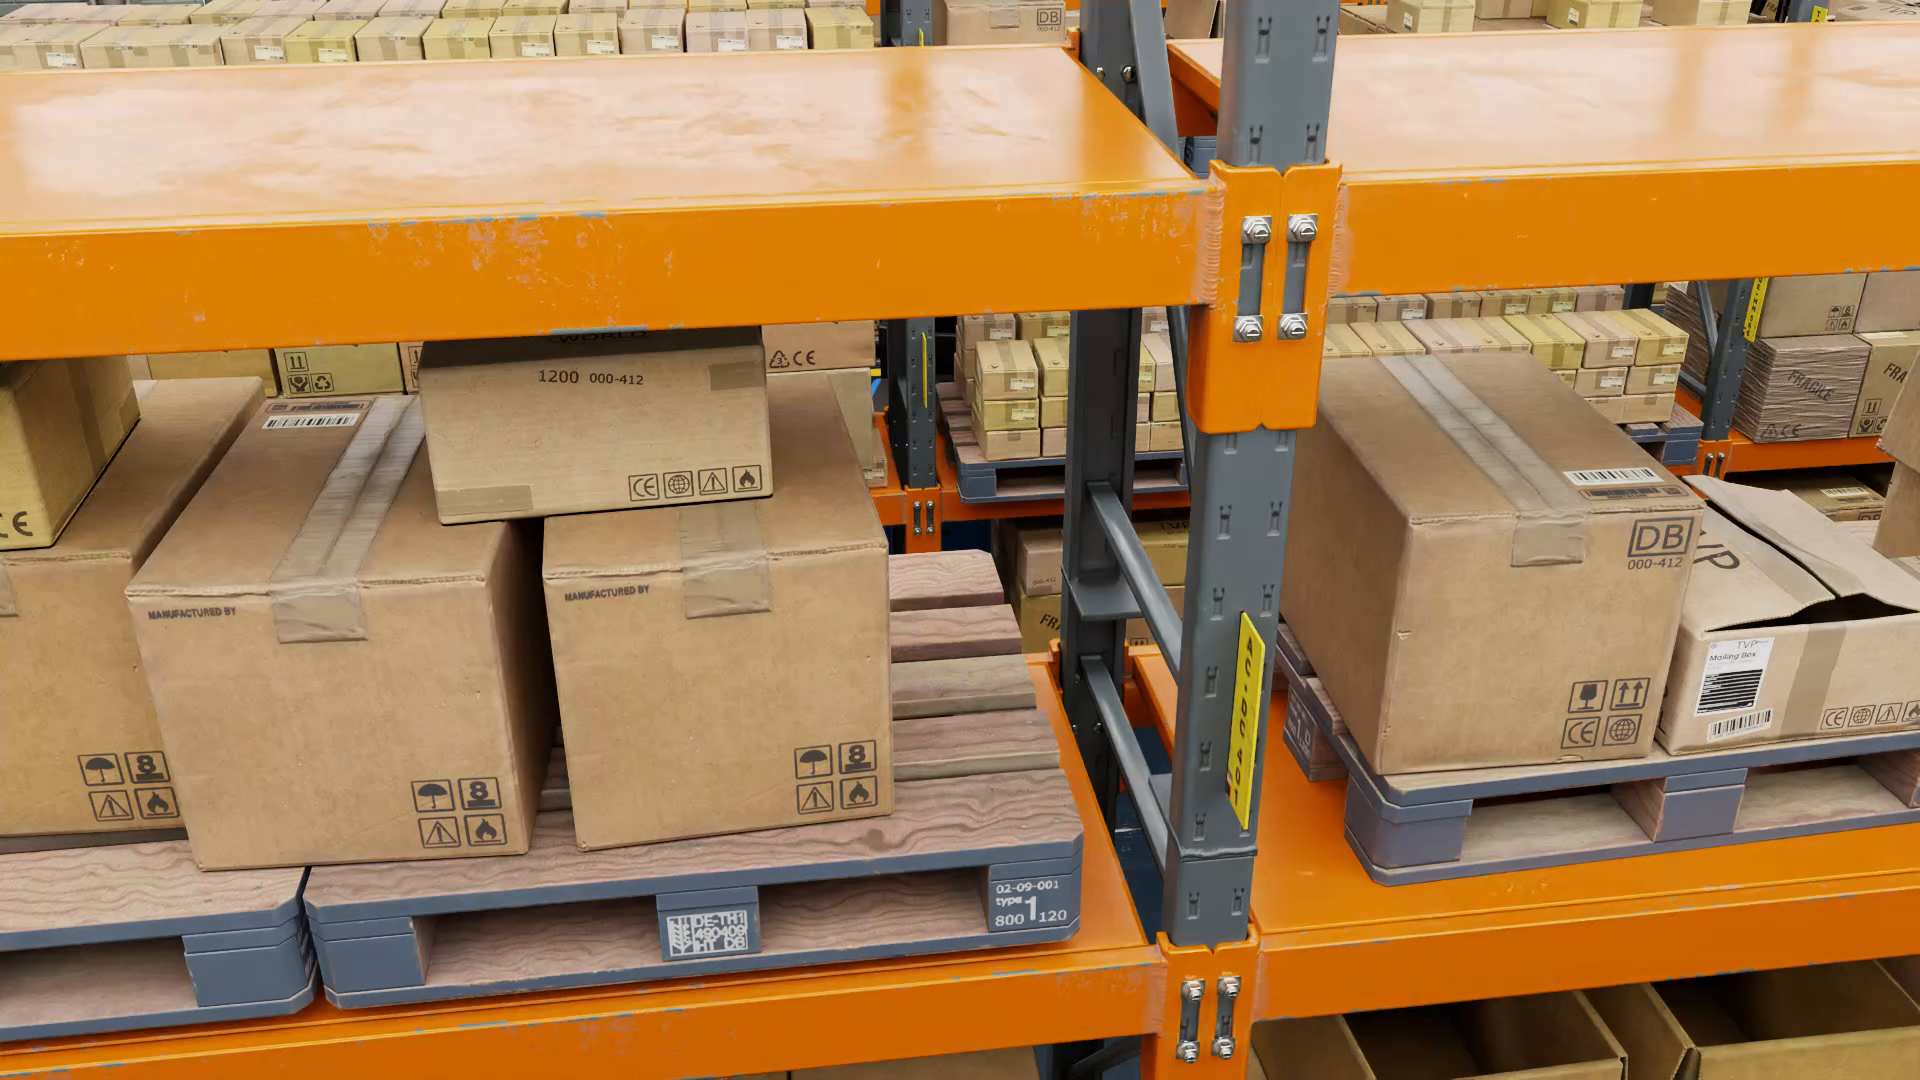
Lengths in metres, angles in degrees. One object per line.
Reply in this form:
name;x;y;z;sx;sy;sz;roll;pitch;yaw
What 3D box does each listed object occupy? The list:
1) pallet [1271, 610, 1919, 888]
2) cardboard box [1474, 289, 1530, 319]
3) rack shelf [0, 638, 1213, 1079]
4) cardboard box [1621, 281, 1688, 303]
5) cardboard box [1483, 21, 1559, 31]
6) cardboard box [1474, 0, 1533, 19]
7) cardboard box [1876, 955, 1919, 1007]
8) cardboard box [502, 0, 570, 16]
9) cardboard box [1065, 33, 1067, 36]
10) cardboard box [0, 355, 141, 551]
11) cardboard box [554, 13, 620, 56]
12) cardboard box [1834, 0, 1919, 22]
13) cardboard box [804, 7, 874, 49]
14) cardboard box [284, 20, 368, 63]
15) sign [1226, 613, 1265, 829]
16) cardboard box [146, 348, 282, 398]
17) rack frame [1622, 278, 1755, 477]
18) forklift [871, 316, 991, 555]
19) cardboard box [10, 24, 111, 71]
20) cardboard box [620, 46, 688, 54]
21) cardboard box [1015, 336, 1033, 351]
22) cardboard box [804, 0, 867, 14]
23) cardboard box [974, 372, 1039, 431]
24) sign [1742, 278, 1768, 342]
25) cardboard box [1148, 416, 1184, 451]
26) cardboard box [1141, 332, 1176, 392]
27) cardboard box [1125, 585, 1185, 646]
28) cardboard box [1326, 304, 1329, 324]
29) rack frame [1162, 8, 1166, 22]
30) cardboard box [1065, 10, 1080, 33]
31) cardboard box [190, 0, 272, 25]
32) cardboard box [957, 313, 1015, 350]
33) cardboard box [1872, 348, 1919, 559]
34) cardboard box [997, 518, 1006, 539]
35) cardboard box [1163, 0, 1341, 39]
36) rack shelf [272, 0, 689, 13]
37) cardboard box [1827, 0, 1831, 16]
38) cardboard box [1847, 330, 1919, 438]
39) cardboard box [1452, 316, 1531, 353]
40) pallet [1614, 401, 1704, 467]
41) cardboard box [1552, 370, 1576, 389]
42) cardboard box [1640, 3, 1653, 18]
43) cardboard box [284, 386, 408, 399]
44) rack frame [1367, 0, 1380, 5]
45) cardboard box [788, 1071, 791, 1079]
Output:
pallet;1.249;0.293;3.318;1.217;0.209;0.805;-5;28;-9
cardboard box;2.724;-1.247;8.557;0.250;0.149;0.380;-4;27;-7
rack shelf;-1.633;0.735;3.034;4.000;0.370;1.077;-4;27;-7
cardboard box;5.659;-2.302;13.869;0.625;0.372;0.950;-2;27;-4
cardboard box;2.694;-2.071;7.605;0.500;0.500;0.500;-4;27;-7
cardboard box;2.521;-2.632;7.860;0.258;0.266;0.396;-4;27;-7
cardboard box;2.274;1.002;3.802;0.637;0.503;0.797;-3;27;-5
cardboard box;-1.873;-2.323;7.385;0.250;0.149;0.380;-2;27;-5
cardboard box;0.901;-3.588;12.752;0.500;0.500;0.500;-3;27;-6
cardboard box;-1.612;-0.191;2.550;0.500;0.250;0.500;-5;28;-9
cardboard box;-1.546;-2.080;6.913;0.250;0.149;0.380;-5;28;-9
cardboard box;4.465;-2.353;7.793;0.500;0.311;0.500;-4;27;-7
cardboard box;-0.515;-2.150;7.049;0.250;0.149;0.380;-5;28;-9
cardboard box;-2.562;-2.002;6.761;0.250;0.149;0.380;-3;27;-6
sign;0.427;0.274;2.492;0.005;0.325;0.100;-4;27;-7
cardboard box;-3.224;-0.937;7.260;0.500;0.500;0.500;-3;27;-6
rack frame;3.718;-0.881;8.680;0.127;3.000;1.000;-4;27;-7
forklift;0.095;-1.586;10.130;1.130;2.935;3.031;4;27;8
cardboard box;-3.597;-1.965;6.688;0.250;0.149;0.380;-3;27;-5
cardboard box;-1.182;-1.944;7.084;0.500;0.250;0.500;-5;28;-9
cardboard box;0.384;-0.965;8.335;0.250;0.149;0.380;-3;27;-7
cardboard box;-0.565;-2.385;7.506;0.250;0.149;0.380;-4;27;-8
cardboard box;0.211;-0.651;7.722;0.250;0.149;0.380;-3;27;-6
sign;3.803;-1.116;7.957;0.005;0.325;0.100;-4;27;-7
cardboard box;0.982;-0.568;7.887;0.250;0.149;0.380;-3;27;-7
cardboard box;0.988;-0.833;7.752;0.250;0.149;0.380;-4;27;-8
cardboard box;1.049;0.338;8.584;0.500;0.500;0.500;-2;27;-5
cardboard box;1.684;-1.180;8.427;0.250;0.149;0.380;-4;27;-8
rack frame;2.233;-5.355;17.402;0.127;3.000;1.000;-4;27;-7
cardboard box;1.233;-5.262;16.924;0.500;0.250;0.500;-5;28;-10
cardboard box;-3.157;-2.247;7.238;0.250;0.149;0.380;-3;27;-6
cardboard box;0.127;-1.080;8.232;0.250;0.149;0.380;-2;27;-5
cardboard box;2.289;-0.060;3.222;0.637;0.503;0.797;-4;27;-8
cardboard box;0.459;-0.196;8.803;0.500;0.250;0.500;-4;27;-8
cardboard box;1.305;-2.232;7.456;0.637;0.503;0.797;-4;27;-8
rack shelf;-3.013;-3.745;11.765;4.000;0.370;1.077;-4;27;-7
cardboard box;9.189;-5.730;18.022;0.500;0.500;0.500;-3;27;-5
cardboard box;4.703;-0.865;8.541;0.500;0.500;0.500;-4;27;-8
cardboard box;2.524;-0.932;7.943;0.250;0.149;0.380;-3;27;-6
pallet;3.027;-0.702;8.542;1.003;0.211;1.213;-4;27;-7
cardboard box;2.768;-0.815;8.042;0.250;0.149;0.380;-3;27;-6
cardboard box;3.115;-2.344;8.136;0.500;0.500;0.500;-4;27;-7
cardboard box;-2.708;-0.523;7.549;0.500;0.500;0.500;-3;27;-6
rack frame;2.928;-3.112;13.029;0.127;3.000;1.000;-4;27;-7
cardboard box;-0.162;1.138;3.763;0.500;0.500;0.500;-4;27;-7
